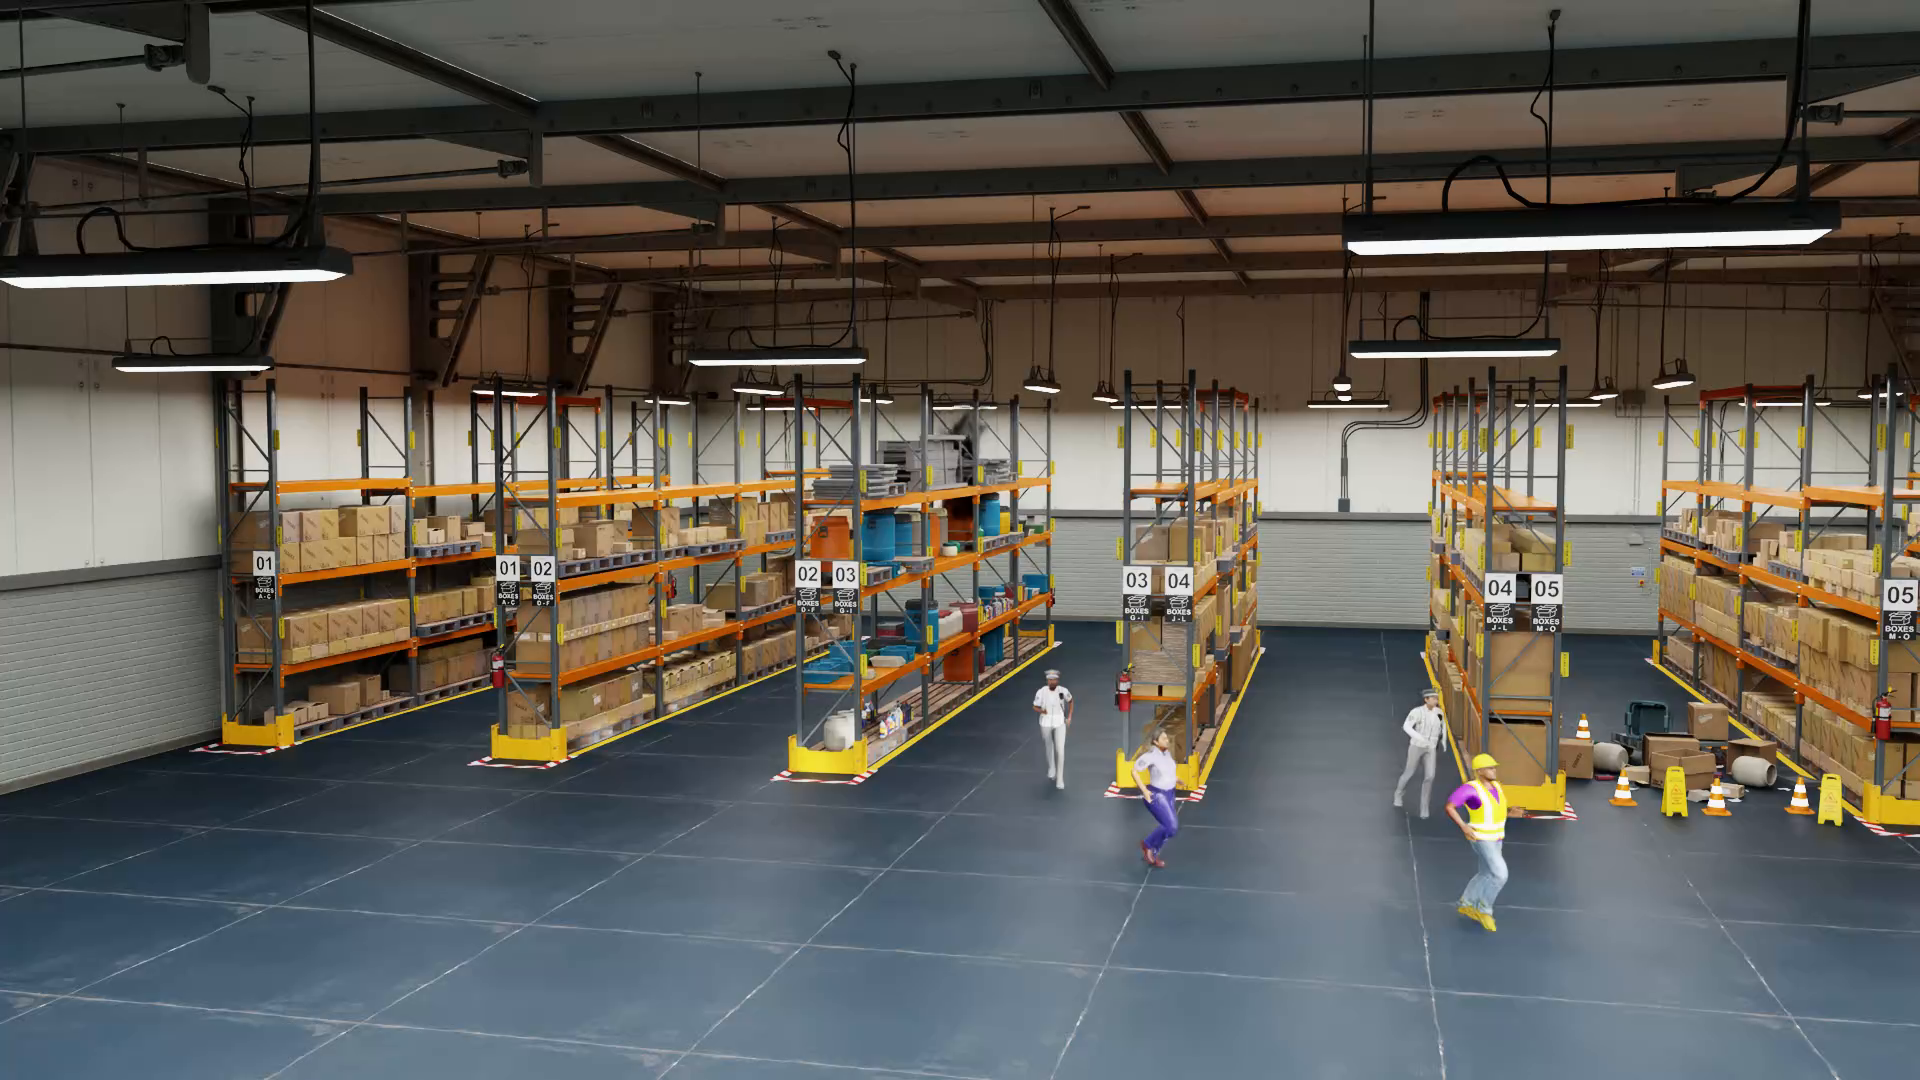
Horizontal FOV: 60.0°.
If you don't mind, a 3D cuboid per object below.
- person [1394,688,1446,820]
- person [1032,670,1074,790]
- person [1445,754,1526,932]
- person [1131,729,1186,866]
[{"bbox_3d":[6.248,2.825,22.315,0.689,1.716,0.775,0,3,-7],"label":"person"},{"bbox_3d":[1.352,2.723,24.178,0.590,1.731,0.814,0,3,7],"label":"person"},{"bbox_3d":[5.418,3.103,17.066,0.674,1.809,0.696,-3,5,-44],"label":"person"},{"bbox_3d":[2.373,3.036,19.446,0.583,1.588,0.592,3,4,39],"label":"person"}]
